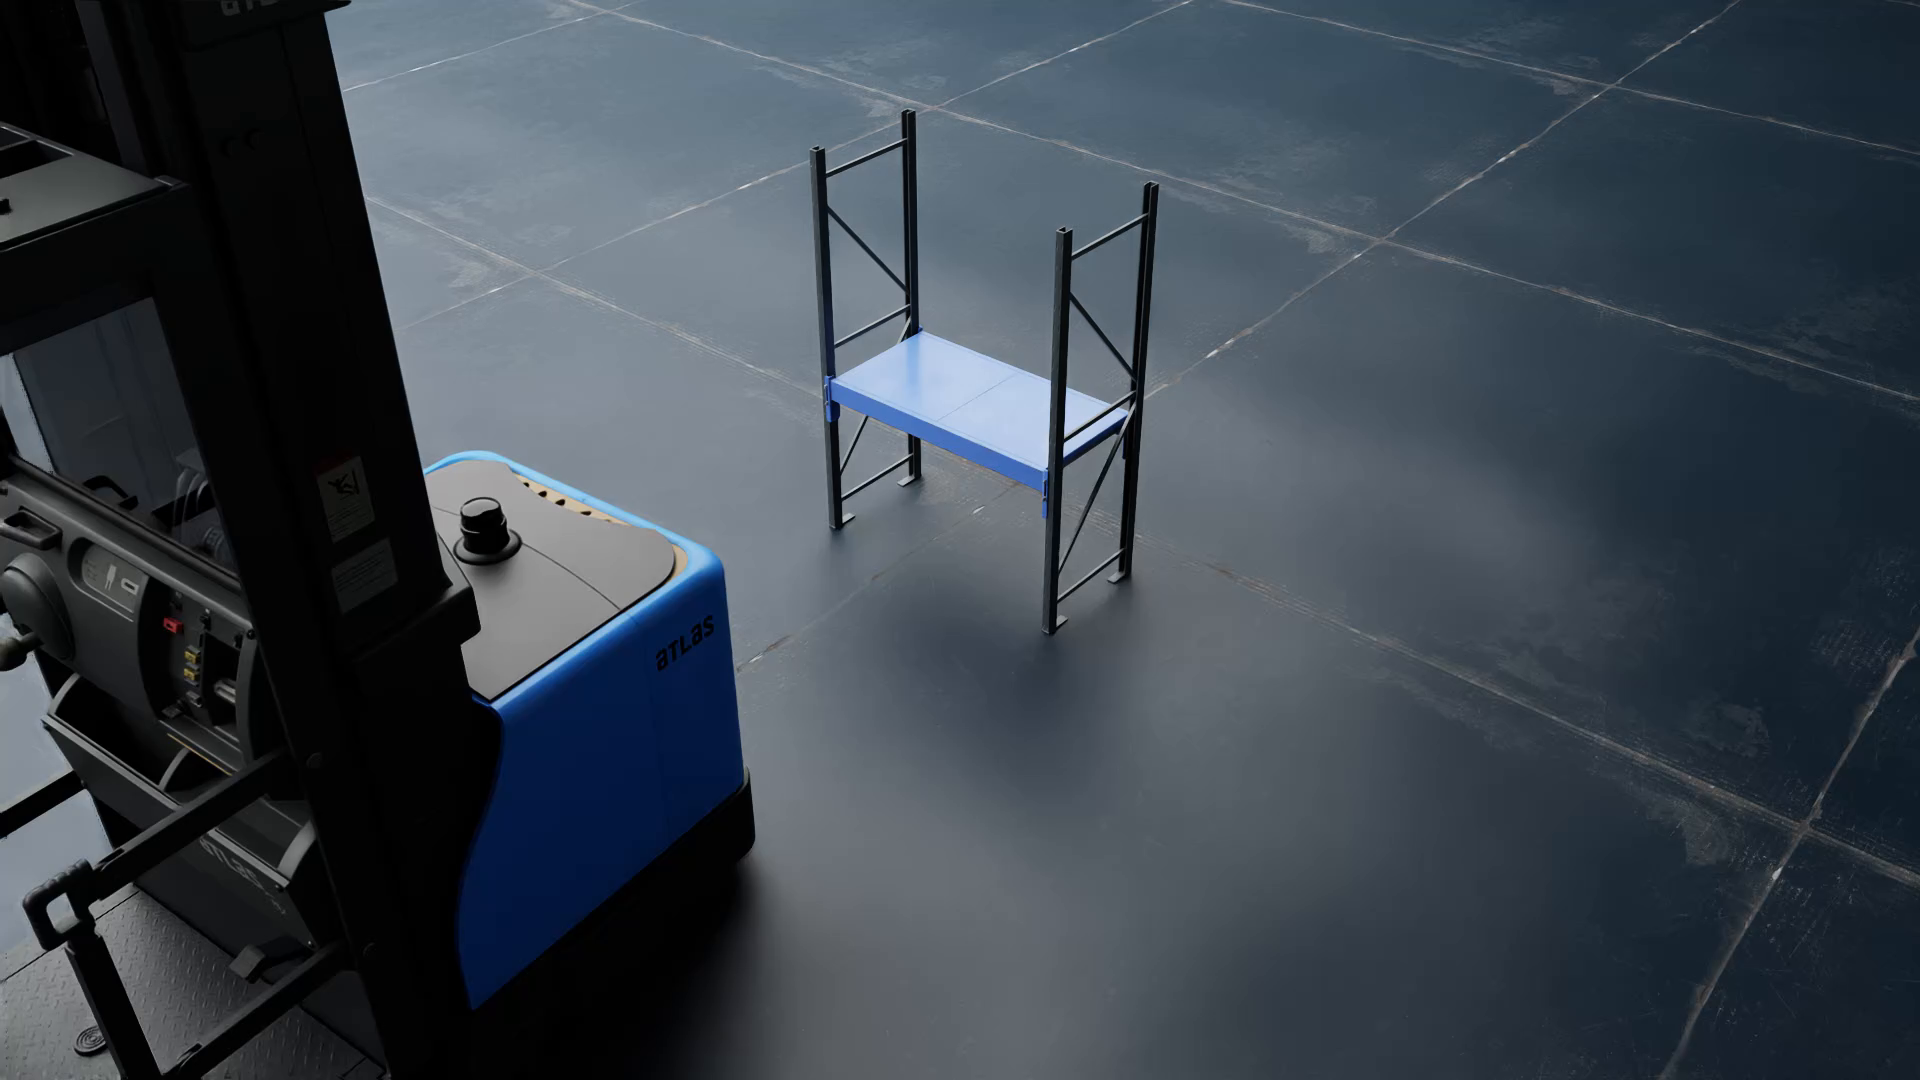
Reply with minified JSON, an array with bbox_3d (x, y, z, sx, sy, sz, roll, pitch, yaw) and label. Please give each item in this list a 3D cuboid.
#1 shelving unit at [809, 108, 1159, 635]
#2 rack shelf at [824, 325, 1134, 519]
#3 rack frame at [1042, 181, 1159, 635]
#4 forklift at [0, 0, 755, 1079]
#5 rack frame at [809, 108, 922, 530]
[{"bbox_3d":[0.066,-0.587,5.780,1.048,1.500,0.538,25,42,32],"label":"shelving unit"},{"bbox_3d":[0.066,-0.439,5.882,1.000,0.185,0.538,25,42,32],"label":"rack shelf"},{"bbox_3d":[0.456,-0.403,5.512,0.032,1.500,0.500,25,42,32],"label":"rack frame"},{"bbox_3d":[-1.862,0.234,3.320,1.130,2.935,3.031,22,40,29],"label":"forklift"},{"bbox_3d":[-0.325,-0.771,6.049,0.032,1.500,0.500,25,42,32],"label":"rack frame"}]
